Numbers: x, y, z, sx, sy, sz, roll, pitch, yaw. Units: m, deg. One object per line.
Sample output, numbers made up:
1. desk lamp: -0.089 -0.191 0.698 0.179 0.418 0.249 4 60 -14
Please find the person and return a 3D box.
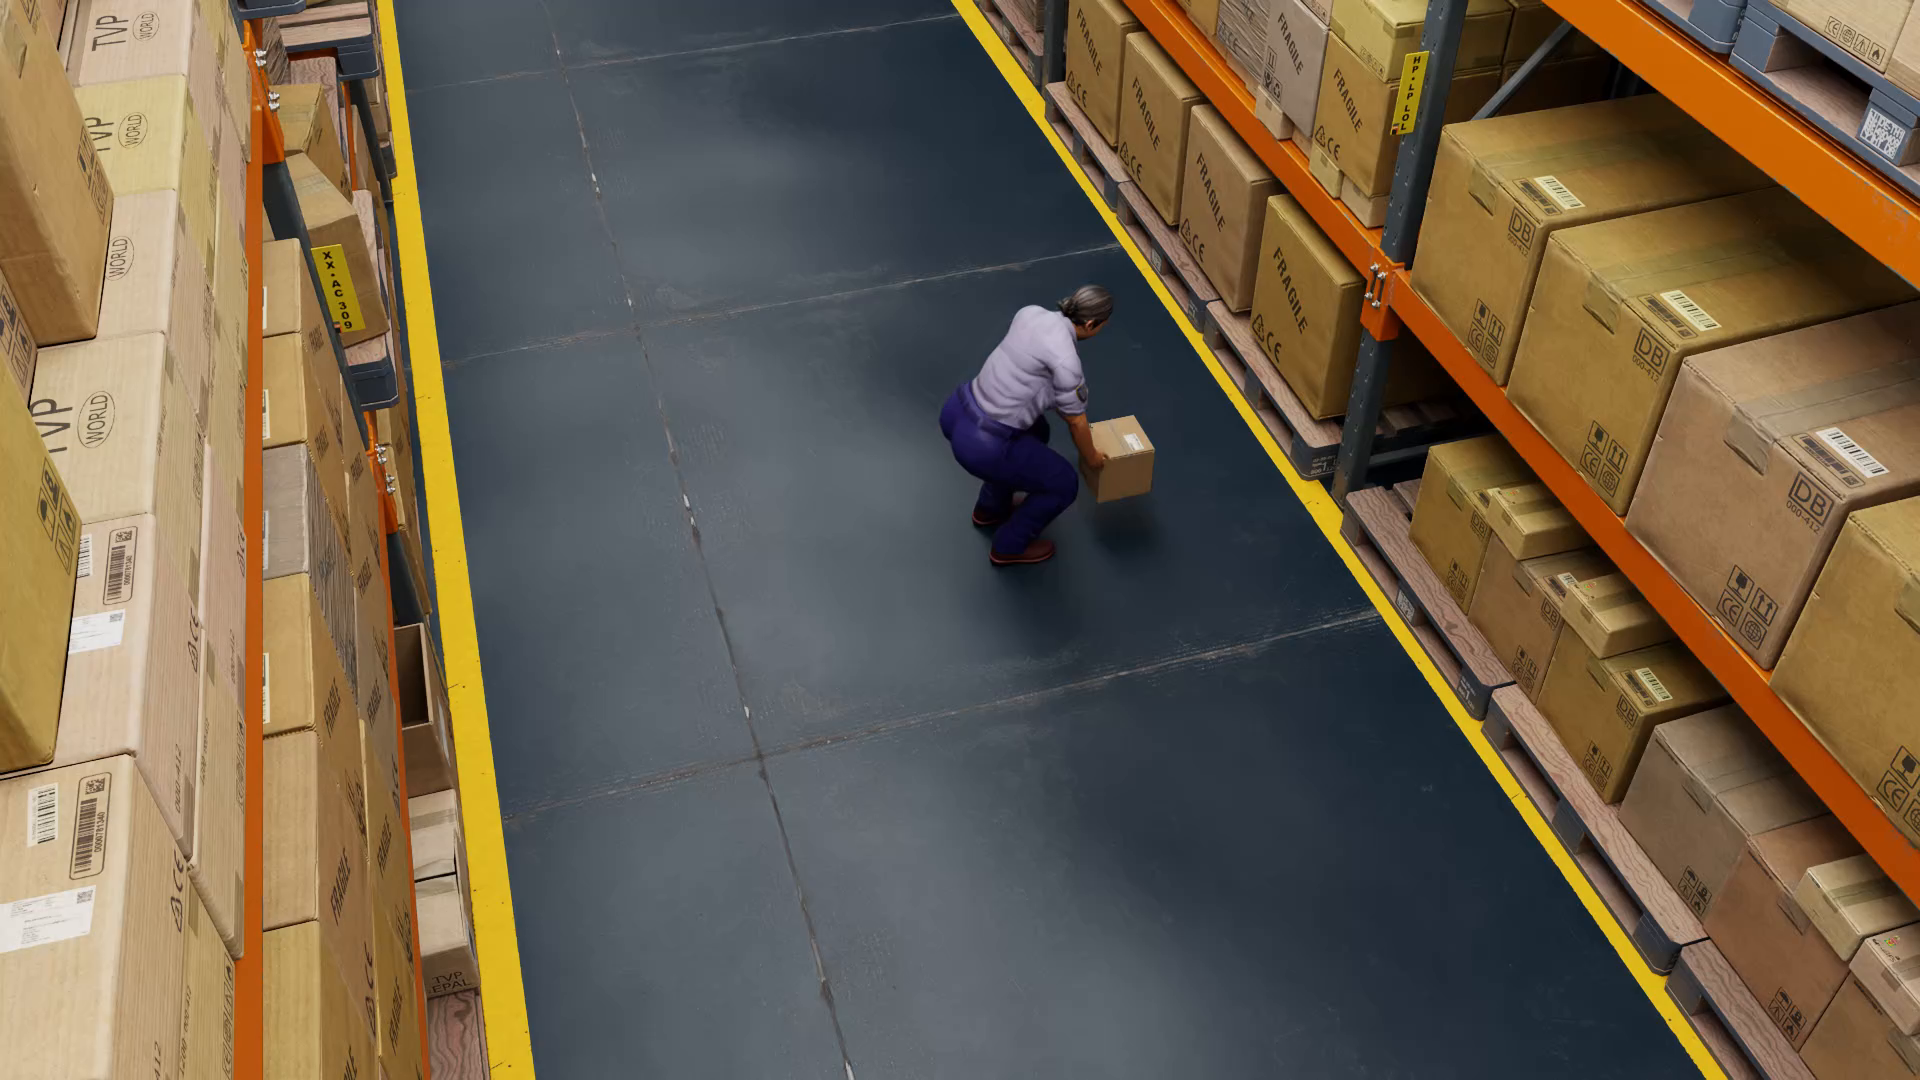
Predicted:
1. person: 0.275 -0.497 7.039 0.727 1.217 0.540 -12 44 -13
